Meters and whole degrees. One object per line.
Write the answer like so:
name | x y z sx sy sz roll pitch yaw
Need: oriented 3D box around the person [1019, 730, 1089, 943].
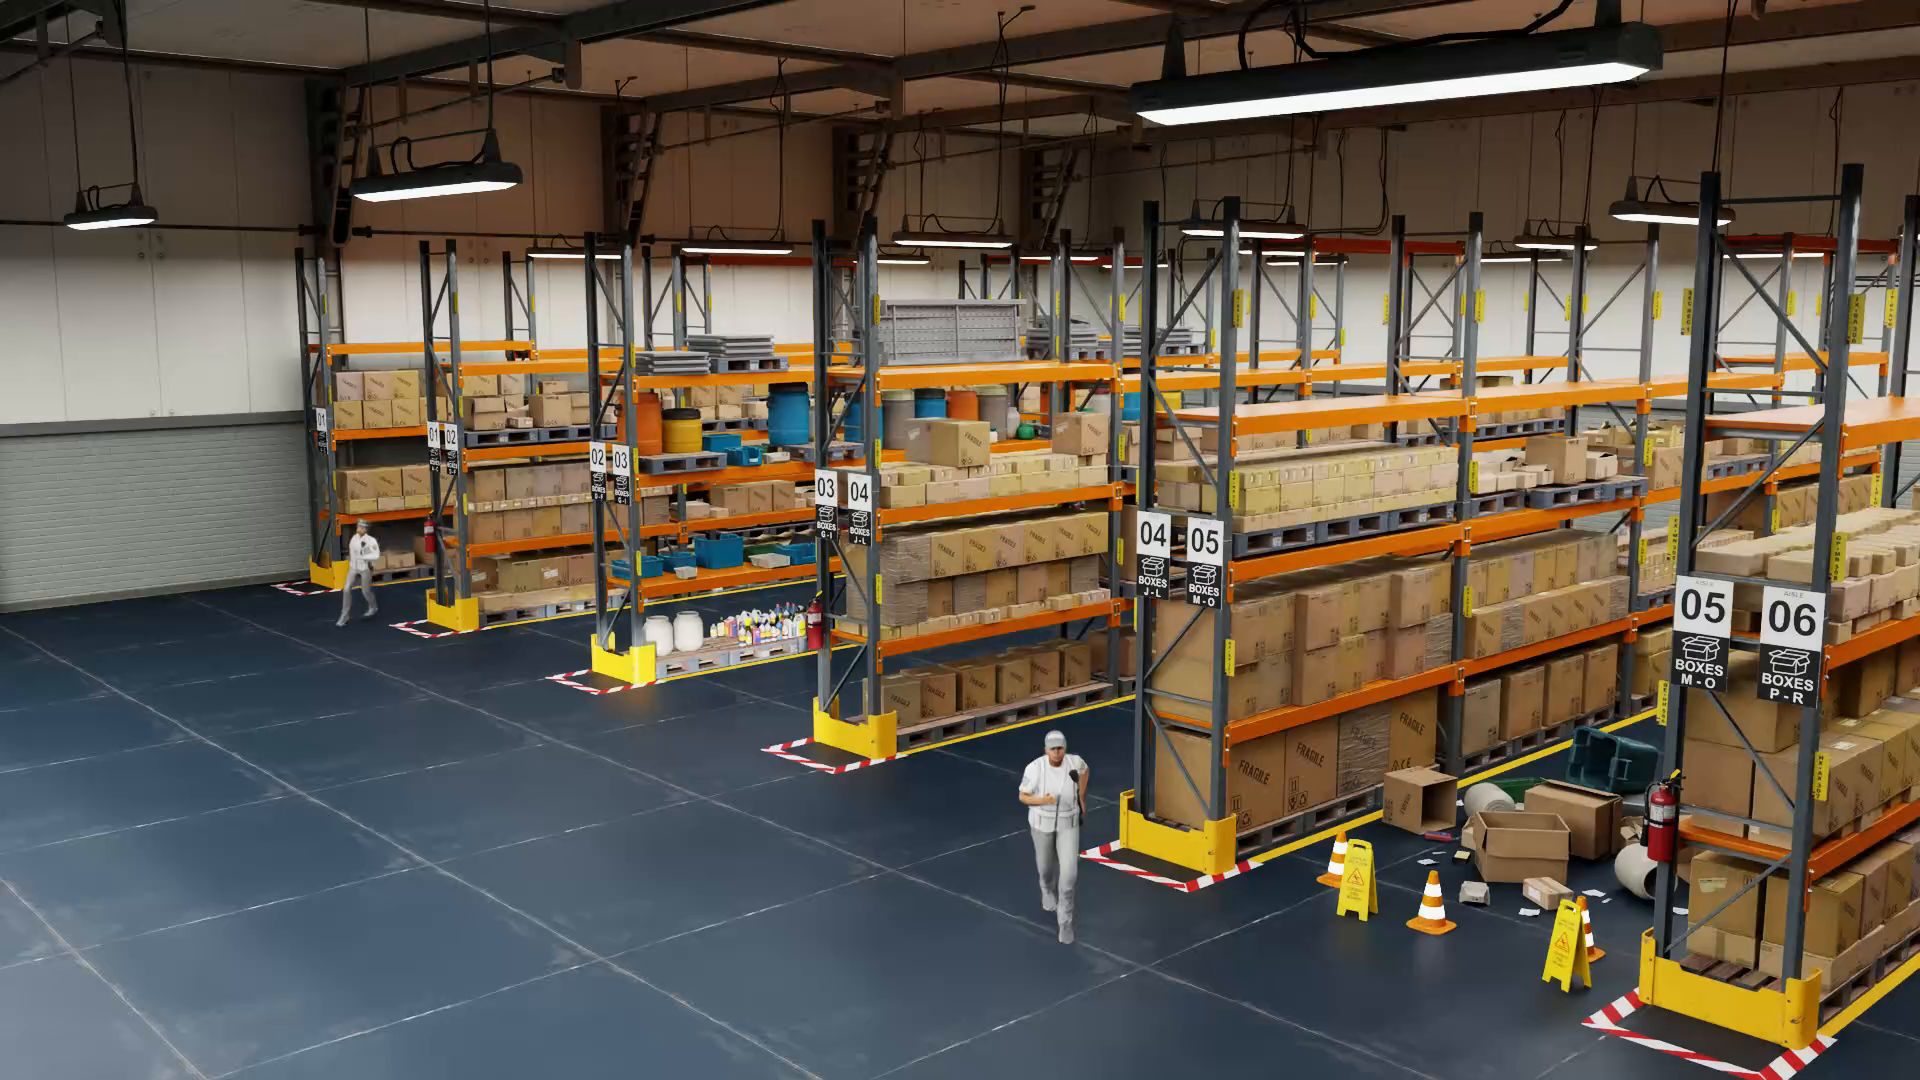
person | 0.772 2.379 13.653 0.590 1.740 0.840 0 8 0

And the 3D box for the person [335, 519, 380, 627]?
person | -9.446 0.492 26.375 0.635 1.714 0.837 2 9 15

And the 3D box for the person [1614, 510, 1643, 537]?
person | 11.404 0.292 28.316 0.593 1.426 0.631 4 9 24
